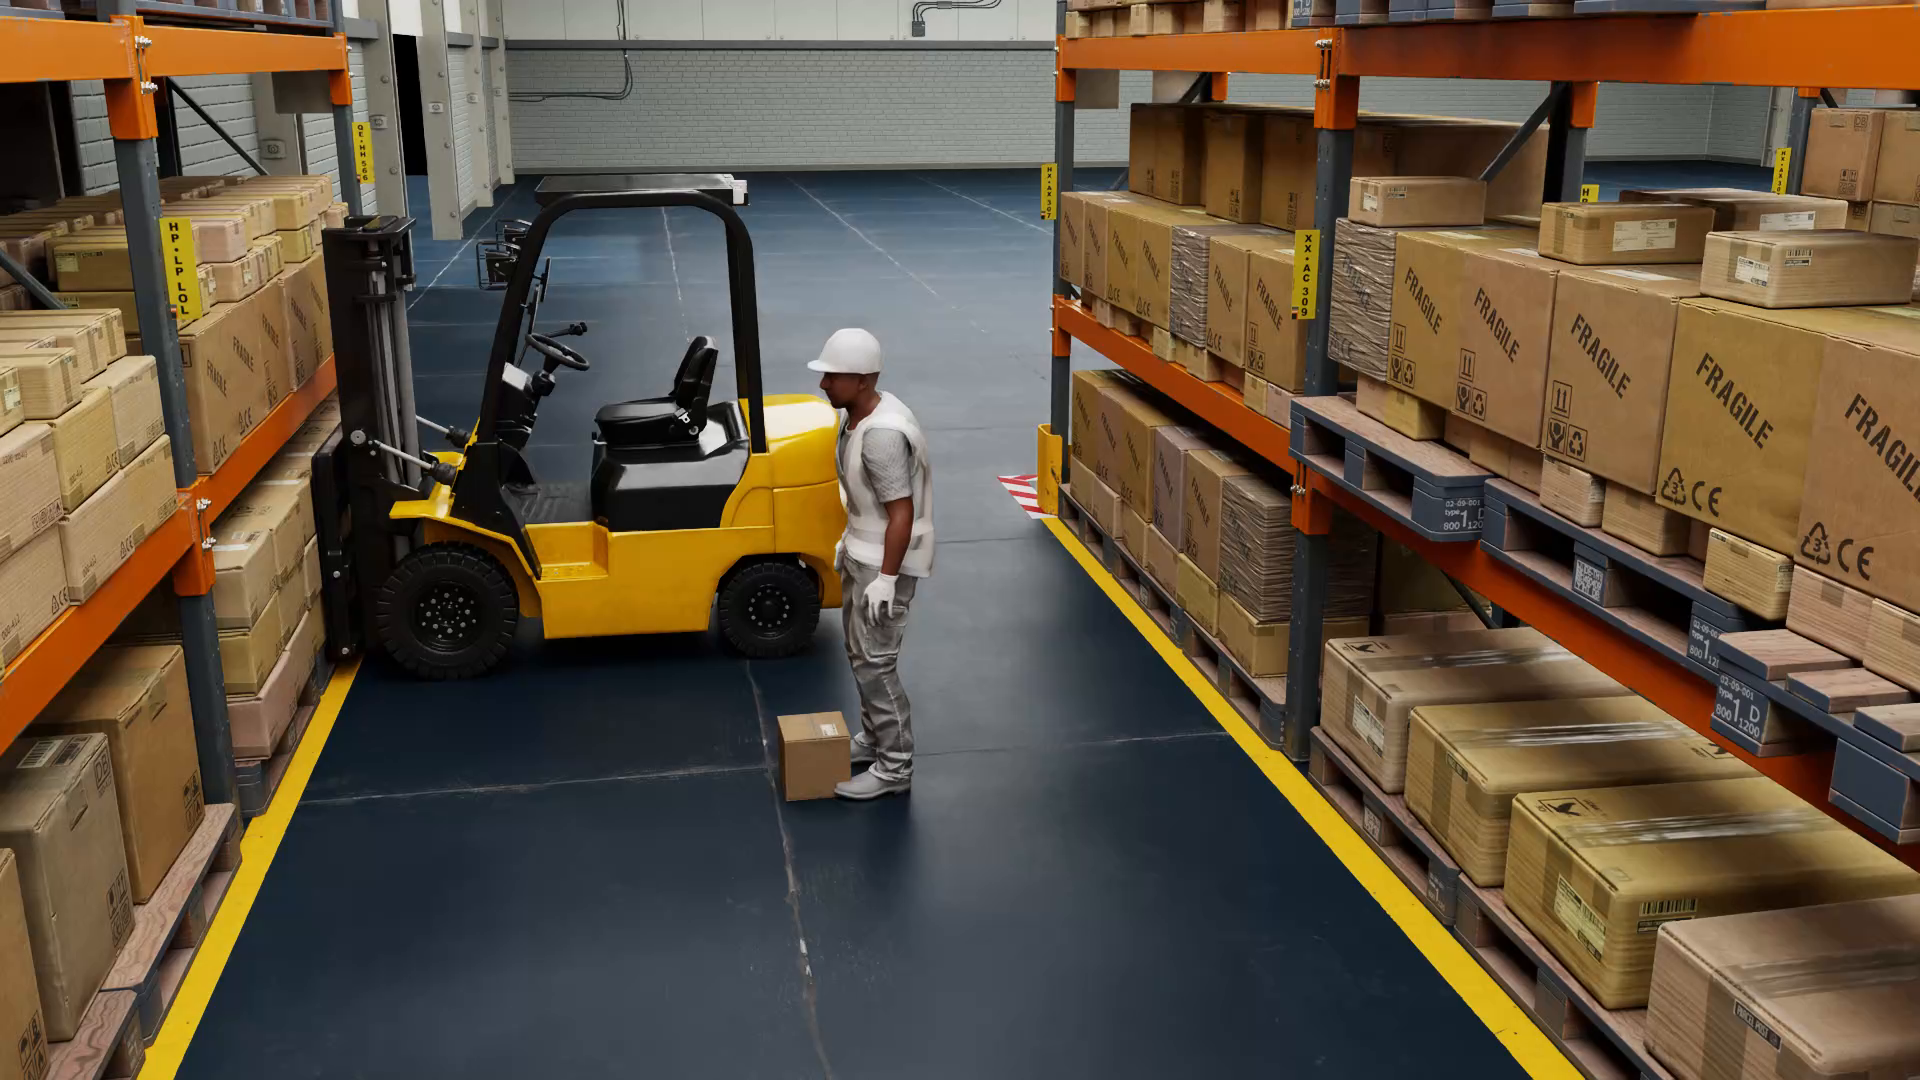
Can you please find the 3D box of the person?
[{"bbox_3d":[-0.333,0.087,6.216,0.448,1.773,0.628,-4,17,-14],"label":"person"}]
